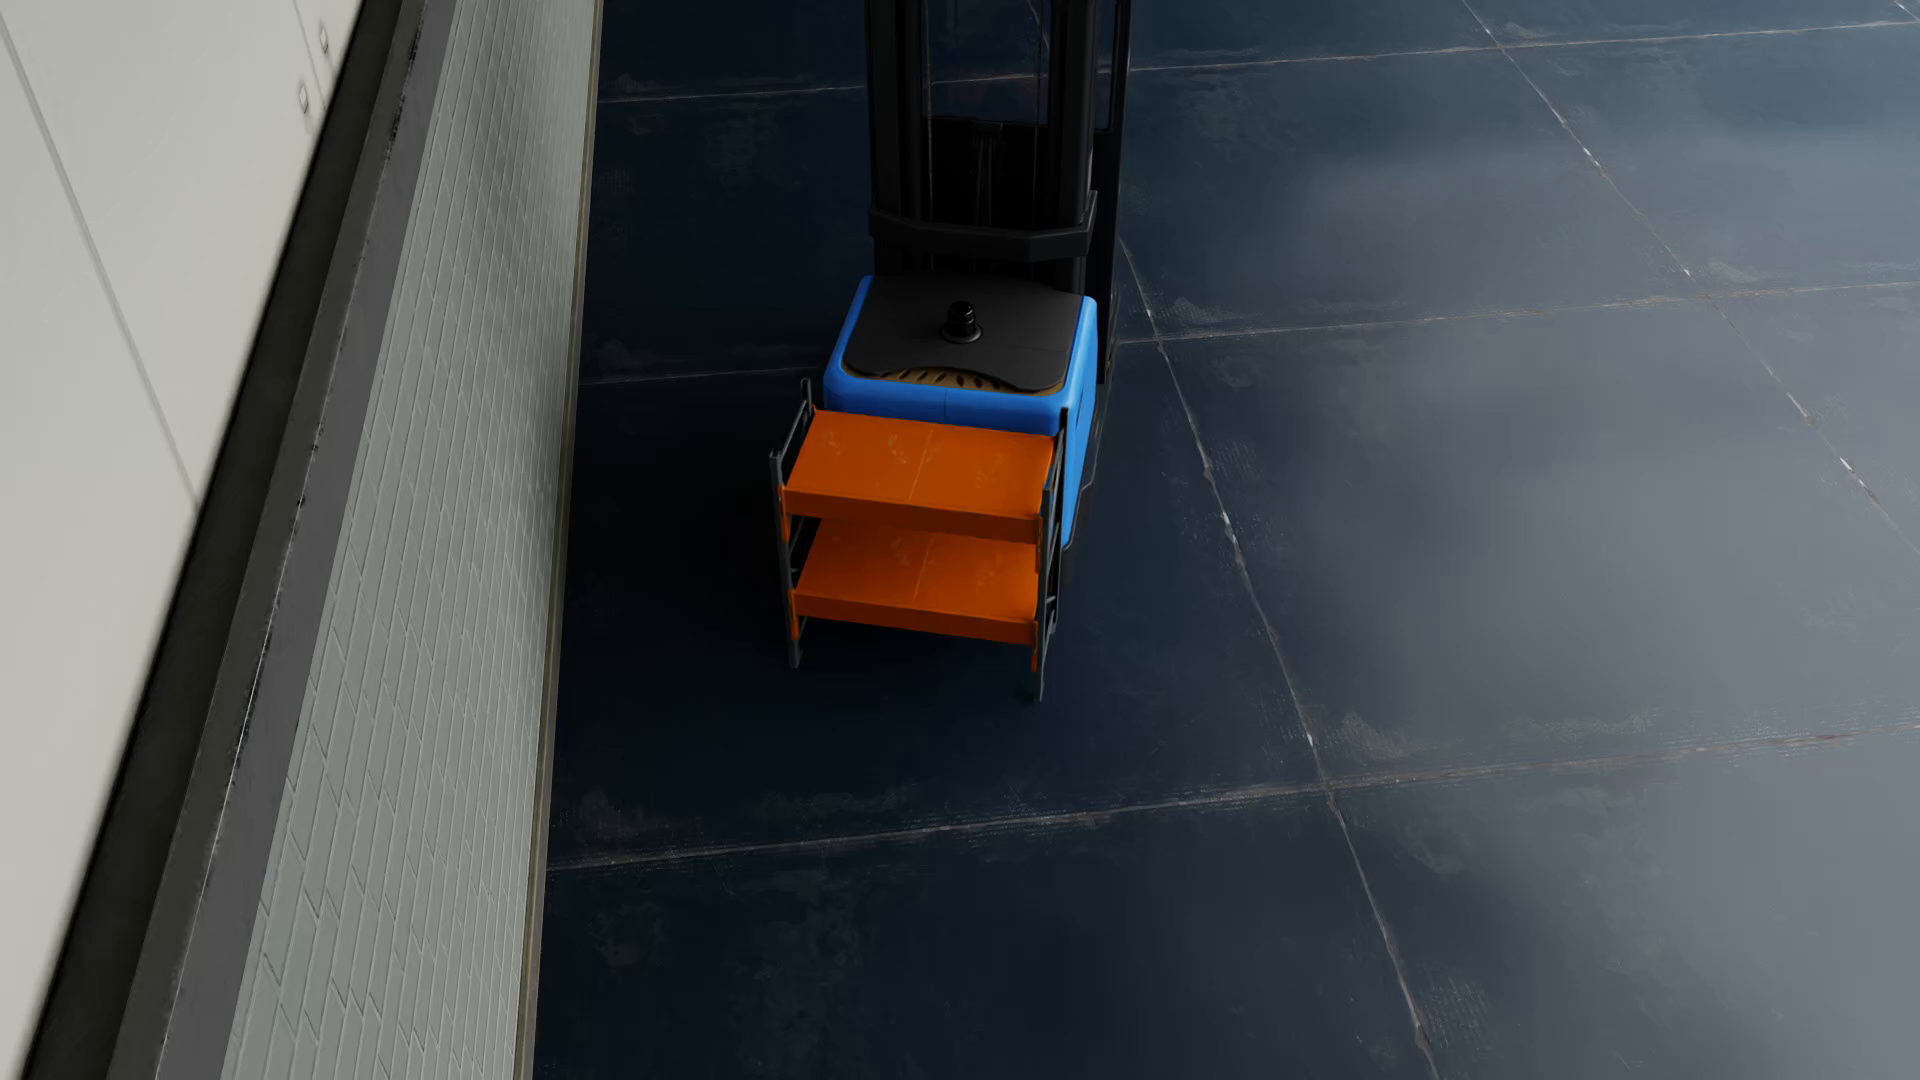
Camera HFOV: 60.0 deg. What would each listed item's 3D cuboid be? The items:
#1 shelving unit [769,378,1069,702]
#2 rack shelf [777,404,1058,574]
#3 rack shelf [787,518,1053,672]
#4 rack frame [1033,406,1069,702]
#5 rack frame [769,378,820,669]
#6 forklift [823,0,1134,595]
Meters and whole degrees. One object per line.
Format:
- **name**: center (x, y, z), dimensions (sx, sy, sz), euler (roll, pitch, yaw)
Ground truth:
- **shelving unit**: center (-0.145, 0.012, 6.612), dimensions (1.048, 1.125, 0.538), euler (7, 43, 8)
- **rack shelf**: center (-0.145, -0.205, 6.416), dimensions (1.000, 0.278, 0.538), euler (7, 43, 8)
- **rack shelf**: center (-0.145, 0.194, 6.776), dimensions (1.000, 0.278, 0.538), euler (7, 43, 8)
- **rack frame**: center (0.355, 0.074, 6.543), dimensions (0.032, 1.125, 0.500), euler (7, 43, 8)
- **rack frame**: center (-0.645, -0.050, 6.680), dimensions (0.032, 1.125, 0.500), euler (7, 43, 8)
- **forklift**: center (0.196, -1.845, 7.323), dimensions (1.130, 2.935, 3.031), euler (7, 42, 7)
